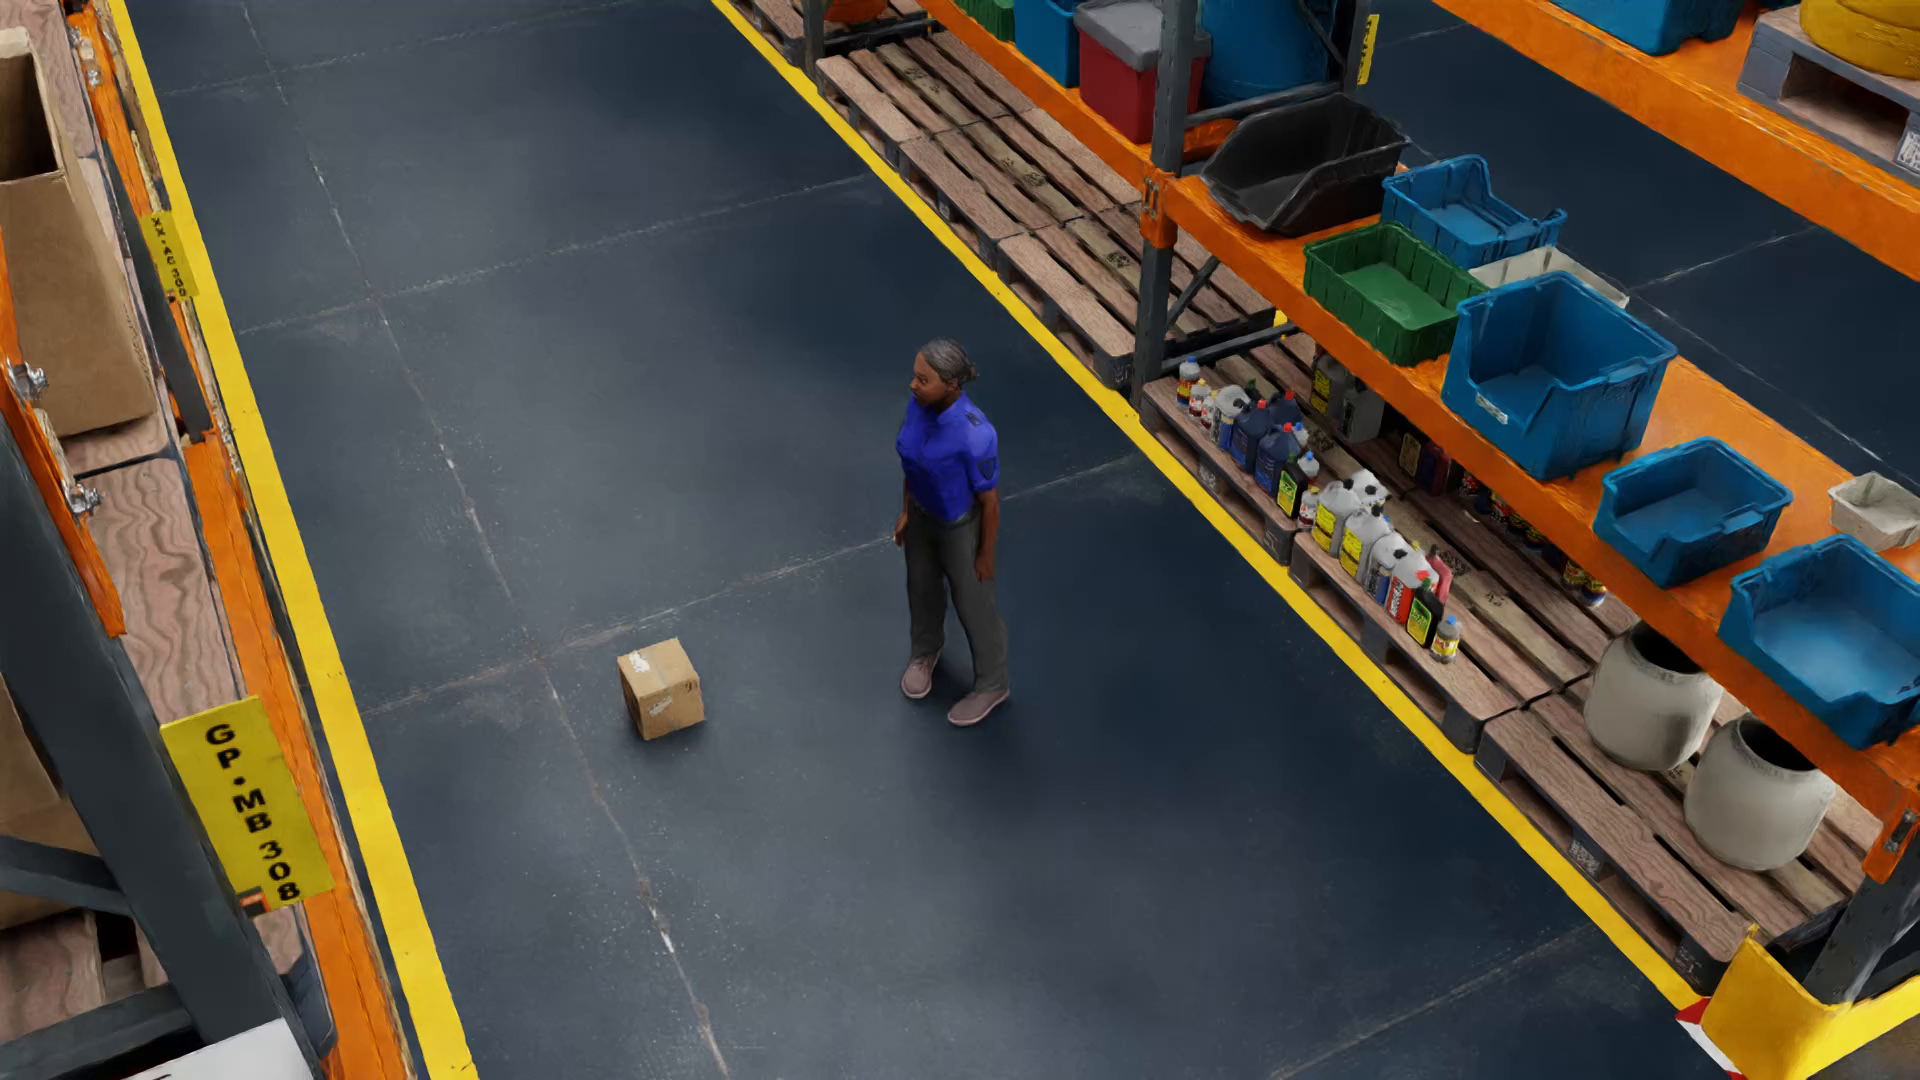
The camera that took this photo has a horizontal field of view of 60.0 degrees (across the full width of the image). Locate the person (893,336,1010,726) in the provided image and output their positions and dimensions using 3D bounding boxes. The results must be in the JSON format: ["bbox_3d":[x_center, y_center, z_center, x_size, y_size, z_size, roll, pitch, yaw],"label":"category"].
[{"bbox_3d":[-0.043,-0.032,6.179,0.359,1.657,0.469,-28,49,-28],"label":"person"}]
